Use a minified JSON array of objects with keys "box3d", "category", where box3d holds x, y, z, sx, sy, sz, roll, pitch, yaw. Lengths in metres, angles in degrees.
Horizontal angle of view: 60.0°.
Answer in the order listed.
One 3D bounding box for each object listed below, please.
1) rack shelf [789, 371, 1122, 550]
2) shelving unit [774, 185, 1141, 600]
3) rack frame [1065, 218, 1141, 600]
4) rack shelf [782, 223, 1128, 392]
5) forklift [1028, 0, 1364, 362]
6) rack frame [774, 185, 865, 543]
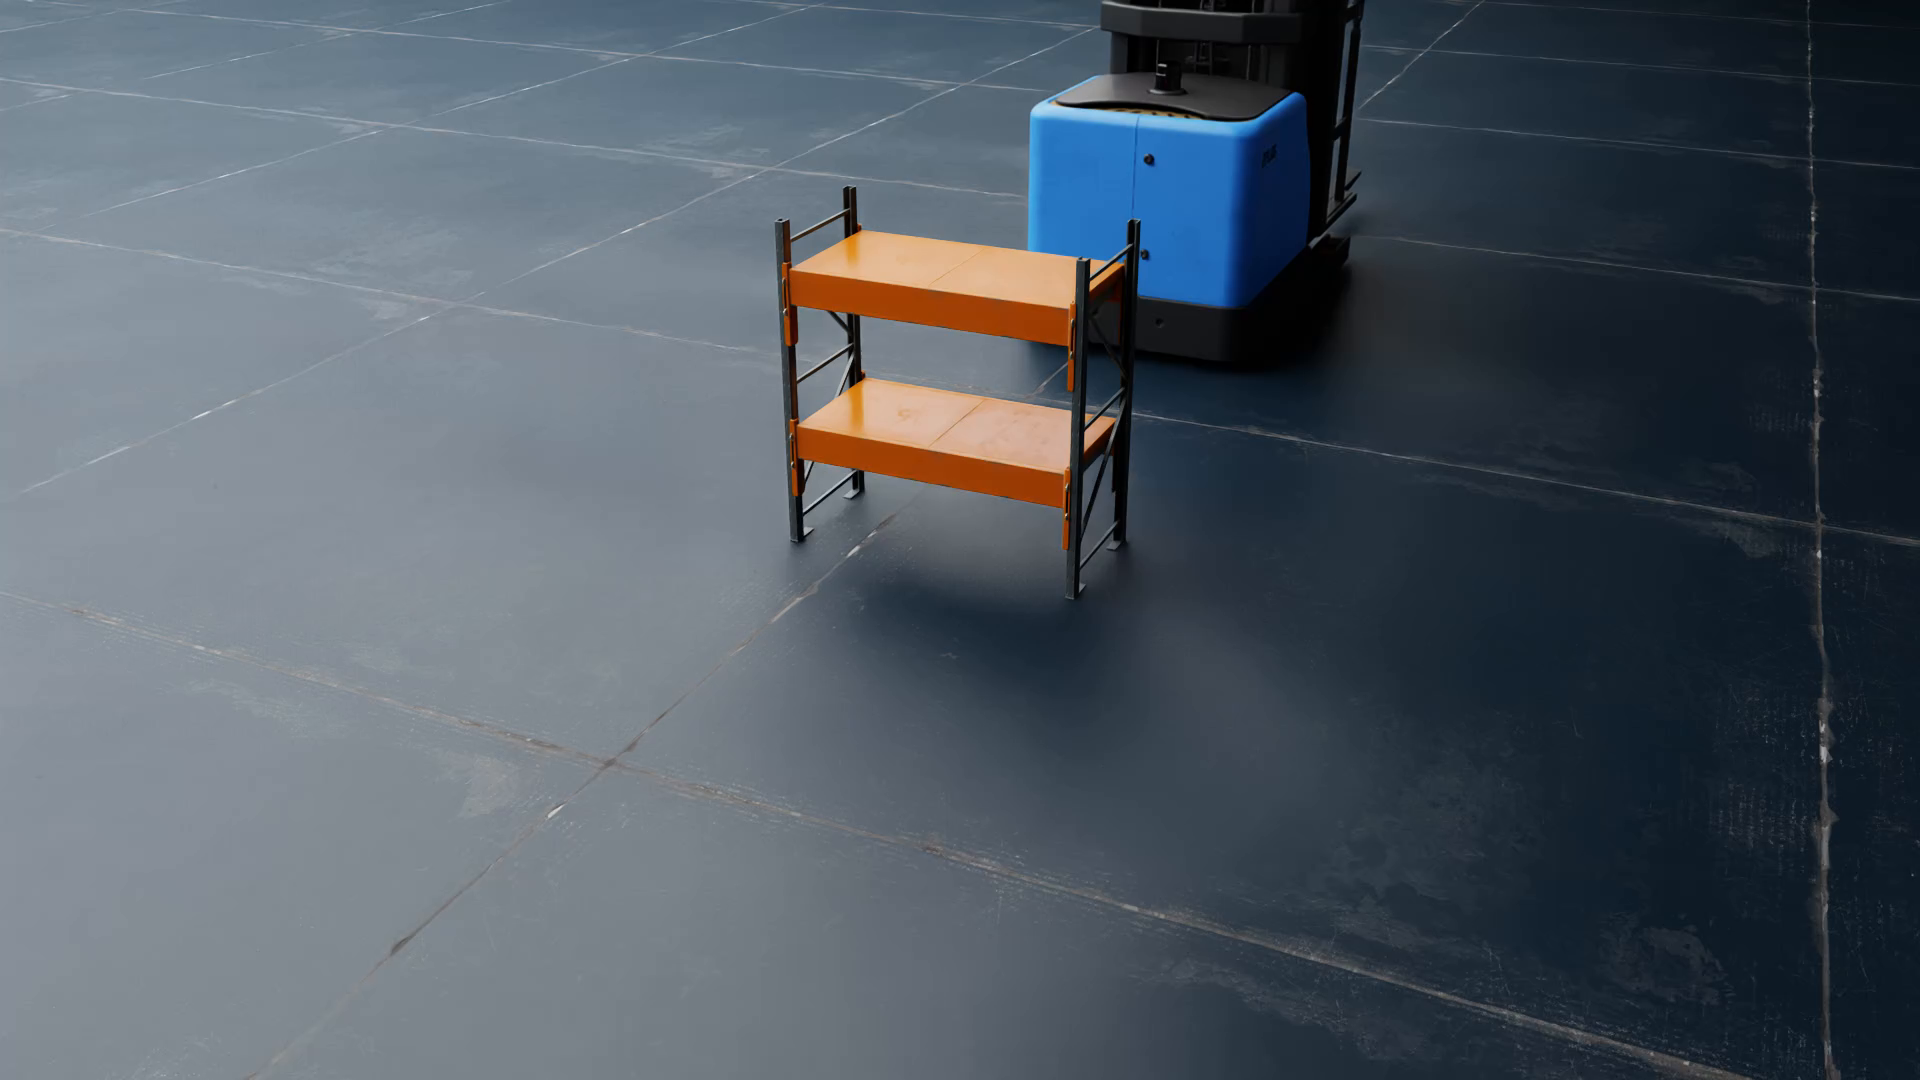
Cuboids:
[{"box3d":[-0.006,-0.287,5.612,1.000,0.278,0.538,11,28,22],"category":"rack shelf"},{"box3d":[-0.006,-0.506,5.504,1.048,1.125,0.538,11,28,22],"category":"shelving unit"},{"box3d":[0.457,-0.413,5.315,0.032,1.125,0.500,11,28,22],"category":"rack frame"},{"box3d":[-0.006,-0.768,5.375,1.000,0.278,0.538,11,28,22],"category":"rack shelf"},{"box3d":[1.363,-2.701,7.919,1.130,2.935,3.031,12,28,22],"category":"forklift"},{"box3d":[-0.469,-0.599,5.693,0.032,1.125,0.500,11,28,22],"category":"rack frame"}]
